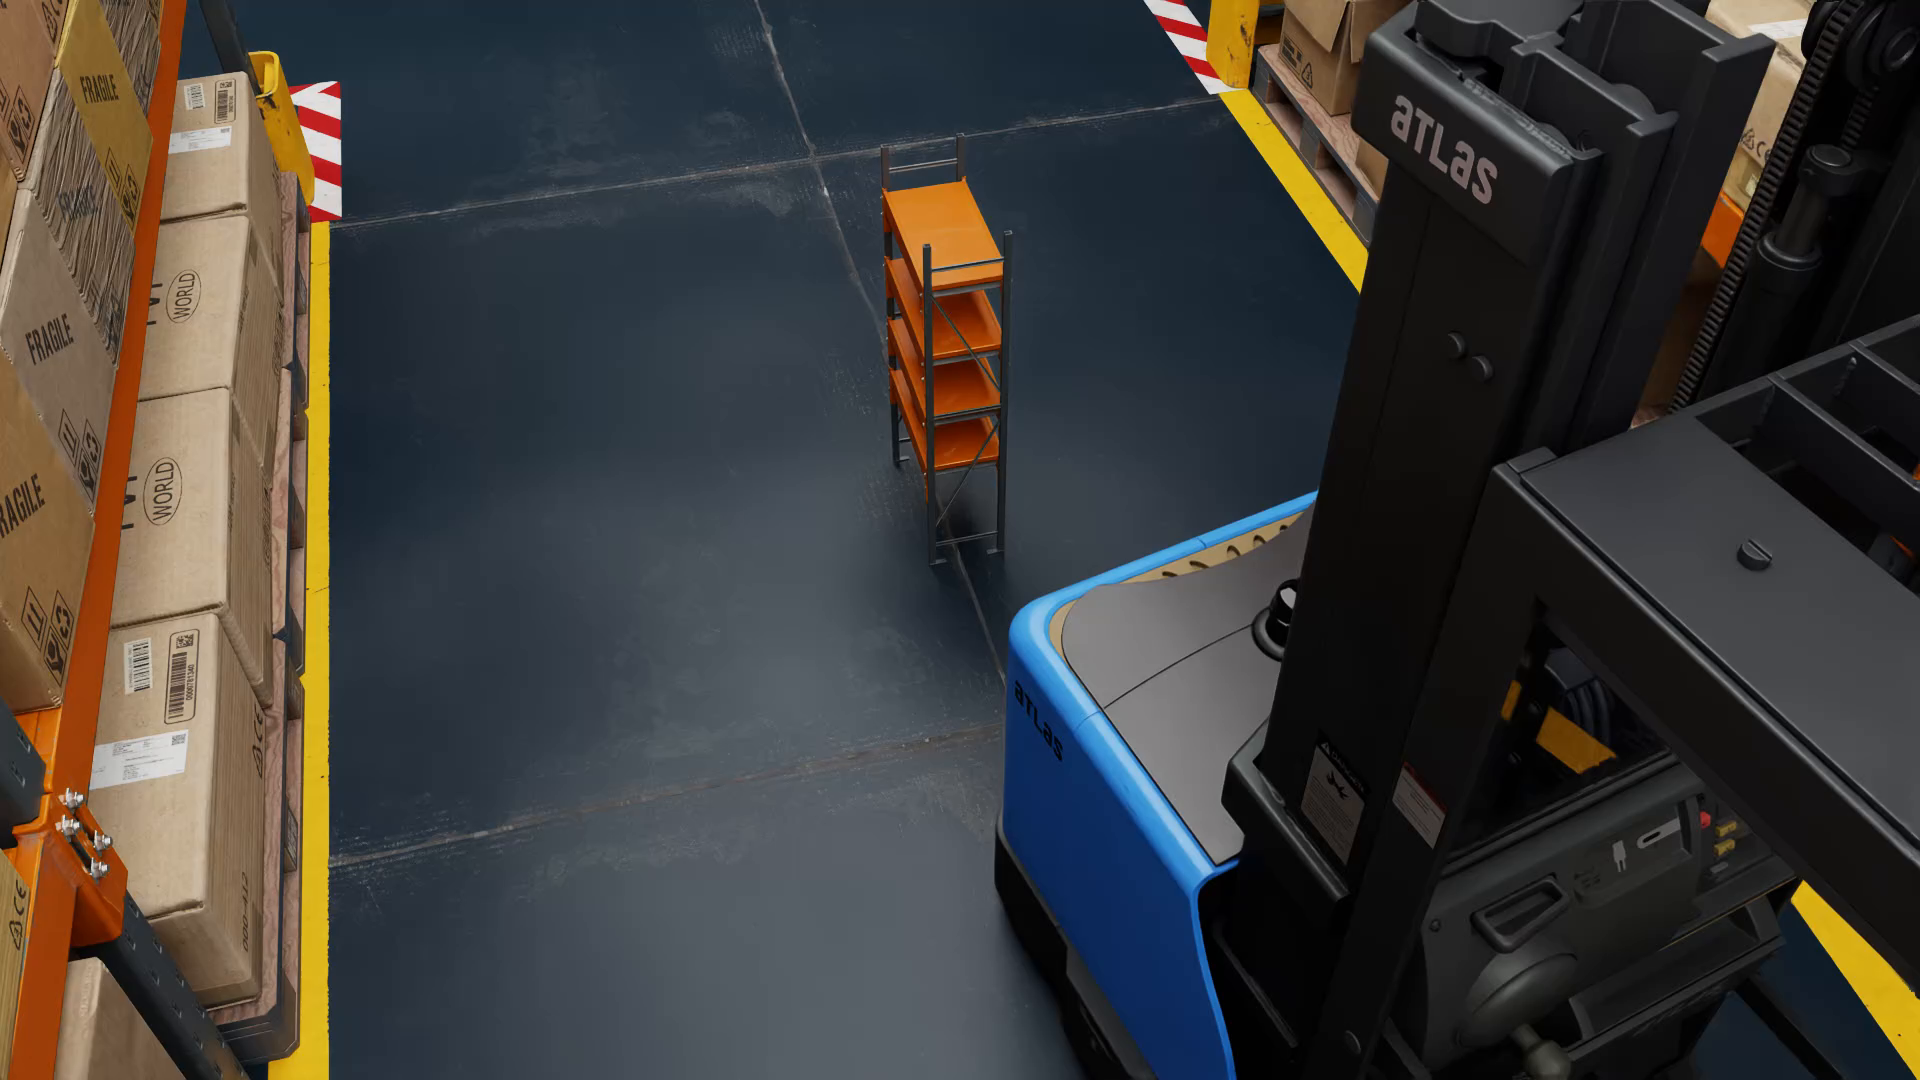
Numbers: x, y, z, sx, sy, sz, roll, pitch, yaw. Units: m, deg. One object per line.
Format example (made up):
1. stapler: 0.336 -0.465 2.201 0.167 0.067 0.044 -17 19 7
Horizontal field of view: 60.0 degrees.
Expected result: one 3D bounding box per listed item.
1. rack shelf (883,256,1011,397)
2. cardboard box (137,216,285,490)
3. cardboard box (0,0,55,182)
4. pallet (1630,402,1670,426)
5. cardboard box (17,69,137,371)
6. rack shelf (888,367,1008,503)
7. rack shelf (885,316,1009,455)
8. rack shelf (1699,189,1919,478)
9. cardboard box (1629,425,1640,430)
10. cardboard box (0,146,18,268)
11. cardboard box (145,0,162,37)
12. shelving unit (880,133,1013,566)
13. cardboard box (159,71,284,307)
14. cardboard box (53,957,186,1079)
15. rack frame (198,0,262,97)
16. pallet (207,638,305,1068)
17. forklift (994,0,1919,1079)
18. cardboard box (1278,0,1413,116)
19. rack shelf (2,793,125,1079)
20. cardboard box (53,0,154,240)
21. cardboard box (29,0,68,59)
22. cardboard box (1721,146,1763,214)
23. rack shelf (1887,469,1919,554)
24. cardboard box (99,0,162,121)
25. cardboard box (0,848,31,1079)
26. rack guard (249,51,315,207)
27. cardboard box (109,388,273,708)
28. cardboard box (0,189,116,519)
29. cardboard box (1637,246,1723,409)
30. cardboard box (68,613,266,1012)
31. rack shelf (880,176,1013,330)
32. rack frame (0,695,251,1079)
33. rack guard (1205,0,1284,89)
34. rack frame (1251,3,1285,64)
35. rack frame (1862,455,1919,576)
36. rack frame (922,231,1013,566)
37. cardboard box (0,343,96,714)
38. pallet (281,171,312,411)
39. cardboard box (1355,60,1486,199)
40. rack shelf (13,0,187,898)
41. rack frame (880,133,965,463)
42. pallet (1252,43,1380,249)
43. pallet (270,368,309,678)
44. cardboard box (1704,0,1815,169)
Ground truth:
1. rack shelf: -0.042 -0.644 4.822 0.258 0.148 0.480 -11 47 -10
2. cardboard box: -2.631 -0.530 5.169 0.875 0.438 0.875 -10 46 -9
3. cardboard box: -2.246 -1.049 3.408 0.500 0.500 0.500 -10 46 -10
4. pallet: 2.507 0.006 5.096 1.003 0.211 1.213 -11 47 -10
5. cardboard box: -2.228 -0.685 3.751 0.500 0.500 0.500 -10 47 -10
6. rack shelf: -0.042 -0.348 5.123 0.258 0.148 0.480 -11 47 -10
7. rack shelf: -0.042 -0.487 4.982 0.258 0.148 0.480 -11 47 -10
8. rack shelf: 2.170 -1.625 5.246 1.077 0.370 4.000 -11 47 -10
9. cardboard box: 2.164 -0.263 5.028 0.396 0.266 0.258 -9 46 -9
10. cardboard box: -2.126 -0.693 3.059 0.500 0.500 0.500 -11 47 -11
11. cardboard box: -2.646 -1.748 4.793 0.500 0.500 0.500 -12 47 -11
12. shelving unit: -0.042 -0.534 4.933 0.258 1.200 0.503 -11 47 -10
13. cardboard box: -2.874 -1.160 5.786 0.875 0.438 0.875 -12 47 -12
14. cardboard box: -1.879 1.425 2.947 0.875 0.875 0.875 -9 46 -9
15. rack frame: -3.139 -2.347 5.450 1.000 3.000 0.127 -11 47 -10
16. pallet: -2.234 0.851 4.268 1.003 0.211 1.213 -11 47 -10
17. forklift: 1.212 0.655 2.556 1.130 2.935 3.031 -20 49 -19
18. cardboard box: 1.723 -2.091 6.653 0.797 0.503 0.637 -12 47 -12
19. rack shelf: -1.603 2.047 1.647 1.077 0.370 4.000 -11 47 -10
20. cardboard box: -2.360 -1.041 4.100 0.500 0.500 0.500 -9 46 -9
21. cardboard box: -2.373 -1.398 3.749 0.500 0.500 0.500 -11 47 -11
22. cardboard box: 2.179 -0.932 4.239 0.380 0.149 0.250 -10 46 -9
23. rack shelf: 3.194 1.137 2.539 1.077 0.370 4.000 -11 47 -10
24. cardboard box: -2.505 -1.395 4.447 0.500 0.500 0.500 -9 46 -9
25. cardboard box: -1.757 0.731 2.539 0.500 0.250 0.500 -12 47 -11
26. rack guard: -3.145 -1.489 6.359 1.175 0.500 0.348 -11 47 -10
27. cardboard box: -2.402 0.093 4.558 0.875 0.438 0.875 -12 47 -11
28. cardboard box: -2.107 -0.340 3.413 0.500 0.500 0.500 -10 47 -10
29. cardboard box: 2.170 -0.776 5.366 0.700 0.500 0.500 -12 47 -12
30. cardboard box: -2.172 0.711 3.953 0.875 0.438 0.875 -11 47 -11
31. rack shelf: -0.042 -0.809 4.653 0.258 0.148 0.480 -11 47 -10
32. rack frame: -2.112 0.414 2.744 0.949 2.616 0.053 -11 47 -10
33. rack guard: 1.678 -2.330 7.183 1.175 0.500 0.348 -11 47 -10
34. rack frame: 1.658 -3.257 6.342 1.000 3.000 0.127 -11 47 -10
35. rack frame: 2.682 -0.496 3.635 1.000 3.000 0.127 -11 47 -10
36. rack frame: 0.020 -0.366 4.768 0.240 1.200 0.015 -11 47 -10
37. cardboard box: -1.982 0.008 3.072 0.500 0.500 0.500 -9 46 -9
38. pallet: -2.859 -0.833 5.919 1.003 0.211 1.213 -11 47 -10
39. cardboard box: 1.904 -1.492 6.068 0.700 0.500 0.500 -9 46 -9
40. rack shelf: -2.627 -0.714 4.354 1.077 0.370 4.000 -11 47 -10
41. rack frame: -0.105 -0.703 5.099 0.240 1.200 0.015 -11 47 -10
42. pallet: 1.883 -1.678 6.747 1.003 0.211 1.213 -11 47 -10
43. pallet: -2.550 0.007 5.095 1.003 0.211 1.213 -11 47 -10
44. cardboard box: 2.173 -1.197 4.220 0.500 0.250 0.500 -11 47 -10
